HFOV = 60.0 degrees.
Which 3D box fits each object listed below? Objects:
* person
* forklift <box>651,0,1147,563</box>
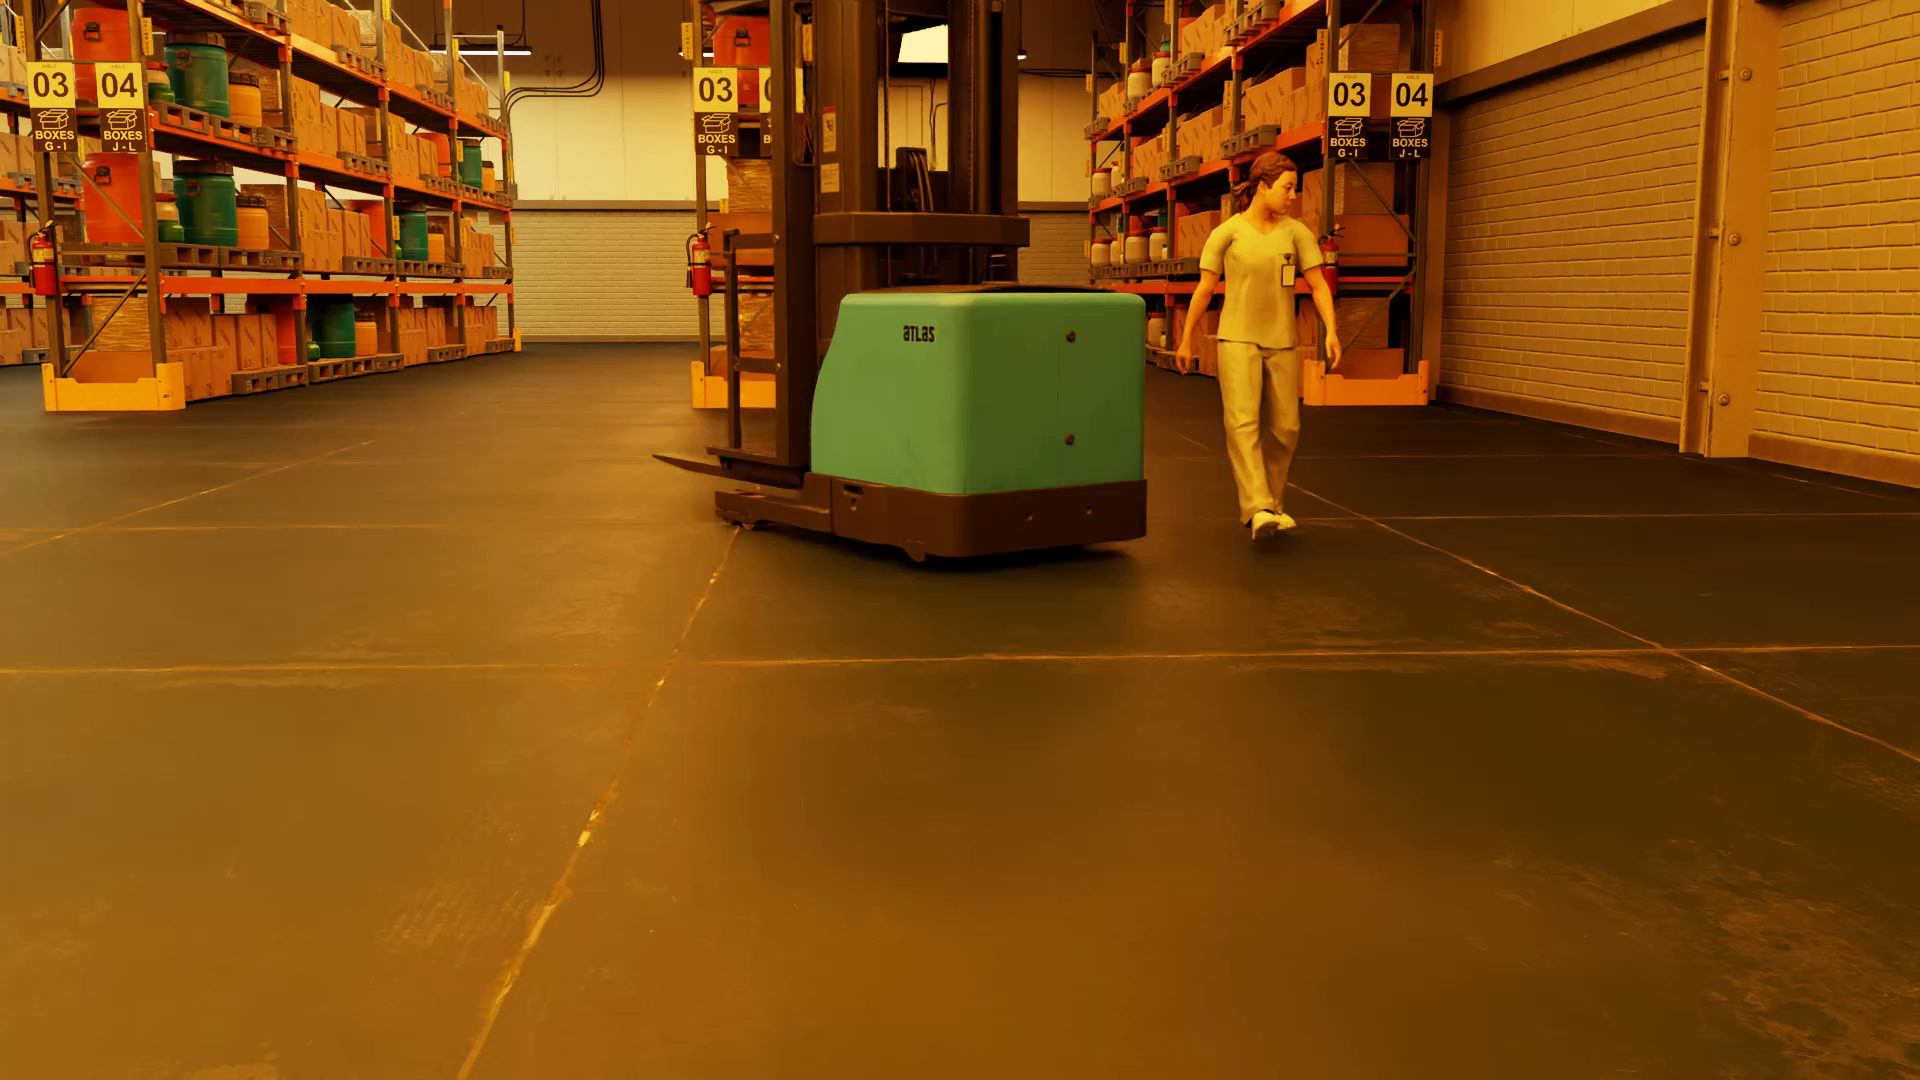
[{"bbox_3d":[1.278,-0.819,7.064,0.623,1.628,0.833,-1,9,-8],"label":"person"},{"bbox_3d":[-0.490,-1.531,7.643,1.130,2.935,3.031,-6,10,-35],"label":"forklift"}]
